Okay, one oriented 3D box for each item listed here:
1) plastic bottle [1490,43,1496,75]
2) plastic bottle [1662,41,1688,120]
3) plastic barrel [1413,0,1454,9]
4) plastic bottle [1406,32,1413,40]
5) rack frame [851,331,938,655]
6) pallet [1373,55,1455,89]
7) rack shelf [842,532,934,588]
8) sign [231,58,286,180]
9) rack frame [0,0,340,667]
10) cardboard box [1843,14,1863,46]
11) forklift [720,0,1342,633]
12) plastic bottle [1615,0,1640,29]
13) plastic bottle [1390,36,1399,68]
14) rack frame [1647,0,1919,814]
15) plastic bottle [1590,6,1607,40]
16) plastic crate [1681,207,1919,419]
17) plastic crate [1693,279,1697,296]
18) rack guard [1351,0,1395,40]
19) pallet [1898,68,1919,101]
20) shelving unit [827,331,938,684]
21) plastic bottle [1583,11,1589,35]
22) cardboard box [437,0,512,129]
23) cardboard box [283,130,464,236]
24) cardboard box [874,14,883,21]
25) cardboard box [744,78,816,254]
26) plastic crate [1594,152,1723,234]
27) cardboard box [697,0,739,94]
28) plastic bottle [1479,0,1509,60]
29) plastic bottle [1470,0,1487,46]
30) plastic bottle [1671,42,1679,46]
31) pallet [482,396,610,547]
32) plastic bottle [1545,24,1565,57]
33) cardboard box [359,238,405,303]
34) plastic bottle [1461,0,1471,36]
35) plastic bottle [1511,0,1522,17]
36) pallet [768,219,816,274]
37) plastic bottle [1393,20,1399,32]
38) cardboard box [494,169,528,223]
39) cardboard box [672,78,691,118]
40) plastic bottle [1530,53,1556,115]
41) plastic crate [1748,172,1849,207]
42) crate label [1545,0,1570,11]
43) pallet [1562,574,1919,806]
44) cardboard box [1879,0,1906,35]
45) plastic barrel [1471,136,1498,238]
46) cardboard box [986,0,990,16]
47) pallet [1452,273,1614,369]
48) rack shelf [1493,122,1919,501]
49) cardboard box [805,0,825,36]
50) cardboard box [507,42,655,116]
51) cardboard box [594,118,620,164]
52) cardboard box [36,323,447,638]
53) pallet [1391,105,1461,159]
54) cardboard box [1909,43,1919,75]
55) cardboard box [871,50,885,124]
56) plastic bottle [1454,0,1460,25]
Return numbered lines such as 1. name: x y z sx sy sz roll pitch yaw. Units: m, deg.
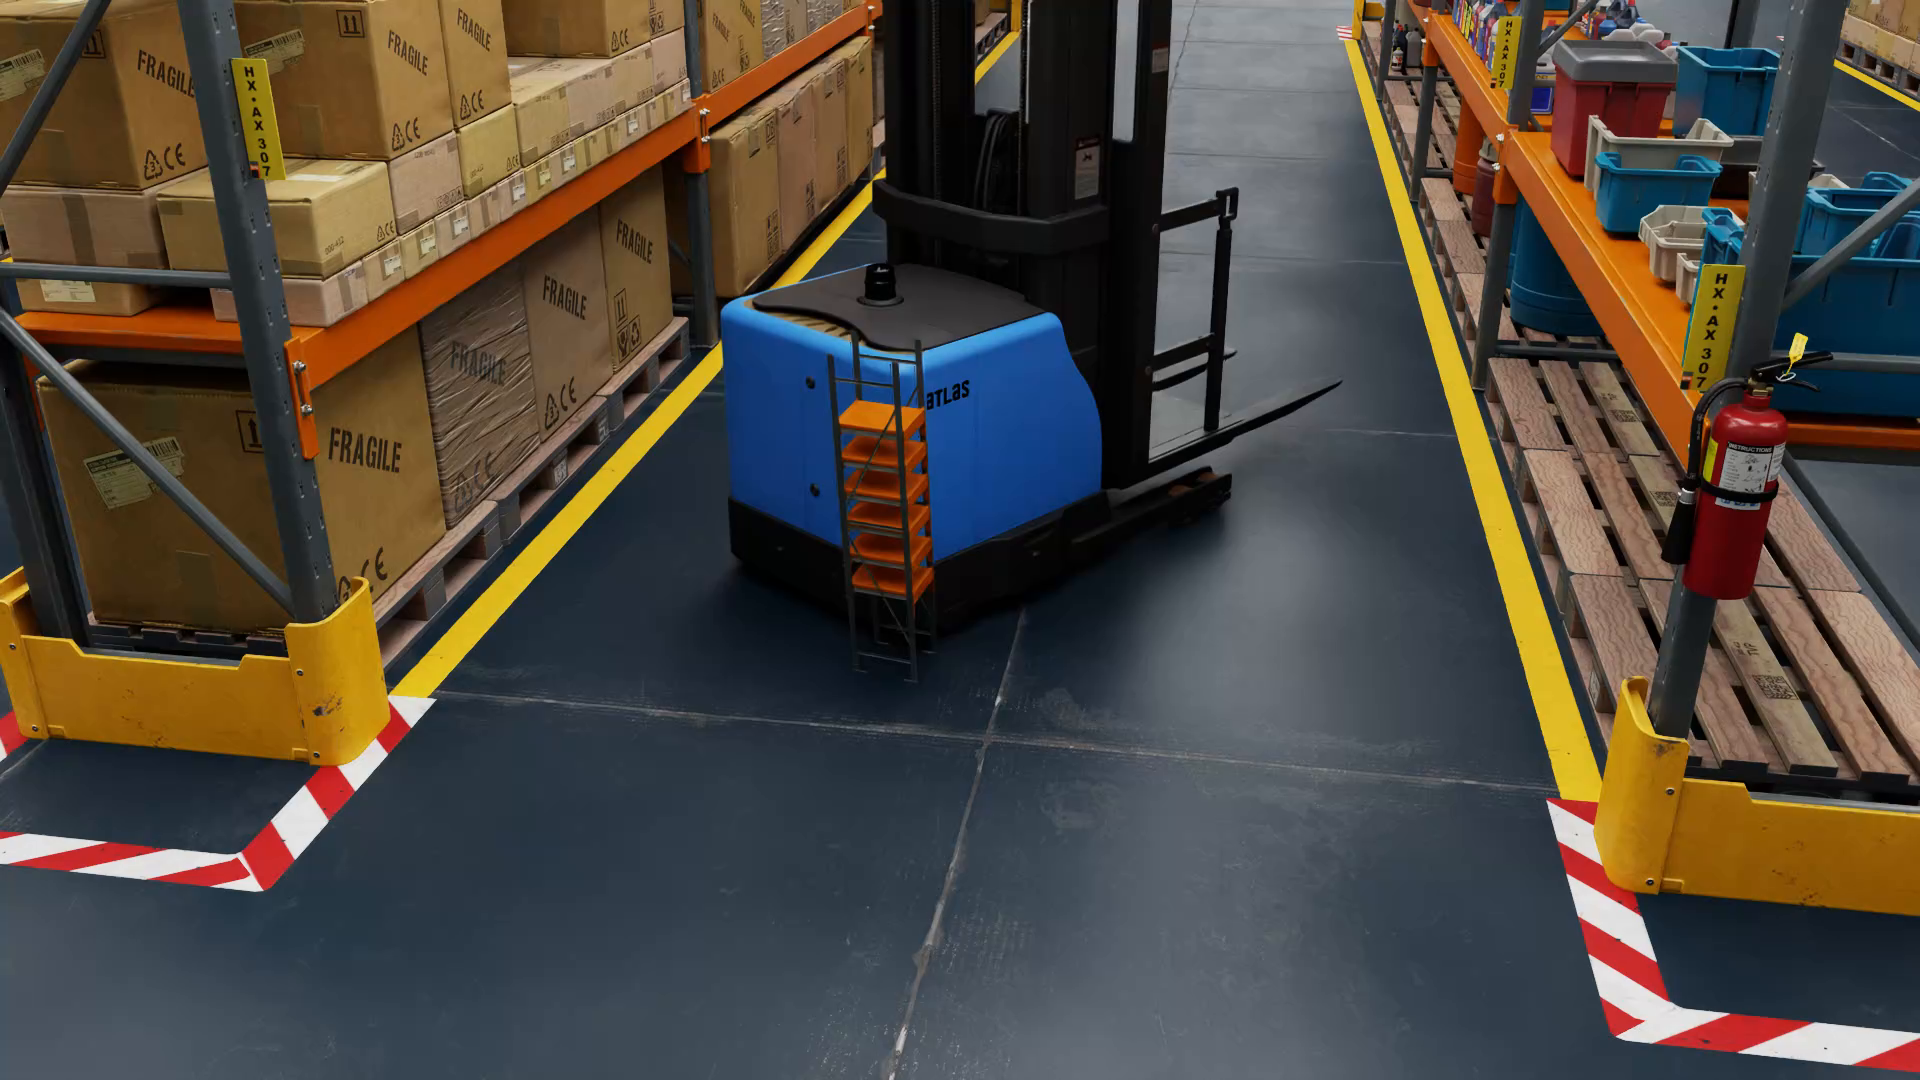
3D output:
1. plastic bottle: 2.974 -2.661 9.131 0.097 0.201 0.097 0 25 0
2. plastic bottle: 3.457 -2.213 7.997 0.144 0.351 0.185 4 25 9
3. plastic barrel: 3.504 -4.043 11.689 0.600 0.536 0.708 4 25 9
4. plastic bottle: 4.383 -4.775 16.107 0.152 0.276 0.135 4 25 9
5. rack frame: -0.213 -0.132 5.578 0.240 1.200 0.006 9 32 19
6. pallet: 4.531 -4.455 16.018 1.003 0.211 1.213 4 25 9
7. rack shelf: -0.240 0.054 5.589 0.258 0.103 0.180 9 32 19
8. sign: -1.921 -1.151 4.556 0.100 0.325 0.005 4 25 9
9. rack frame: -2.467 -0.764 4.843 1.000 3.000 0.127 4 25 9
10. cardboard box: 9.535 -5.294 17.270 0.500 0.250 0.500 4 25 9
11. forklift: 0.501 -1.526 6.552 1.130 2.935 3.031 23 33 40
12. plastic bottle: 3.775 -2.871 9.403 0.144 0.351 0.185 4 25 9
13. plastic bottle: 4.133 -4.633 15.794 0.061 0.283 0.133 5 26 11
14. rack frame: 2.419 -0.421 4.110 1.000 3.000 0.127 4 25 9
15. plastic bottle: 3.722 -2.970 9.694 0.061 0.283 0.133 4 25 9
16. plastic crate: 2.290 -0.617 4.417 0.616 0.435 0.499 4 25 9
17. plastic crate: 2.374 -0.682 4.909 0.396 0.136 0.243 4 25 9
18. rack guard: 5.068 -5.945 18.862 1.175 0.500 0.348 4 25 9
19. pallet: 9.438 -4.162 15.391 1.003 0.211 1.213 4 25 9
20. shelving unit: -0.246 -0.088 5.505 0.258 1.200 0.189 9 32 19
21. plastic bottle: 3.991 -3.294 10.482 0.097 0.201 0.097 0 25 0
22. cardboard box: -1.962 -1.778 5.953 0.500 0.500 0.500 3 25 7
23. cardboard box: -2.044 -1.230 5.667 0.500 0.250 0.500 4 25 8
24. cardboard box: -0.628 -4.594 15.457 0.700 0.500 0.500 2 25 4
25. cardboard box: -1.583 -2.307 10.152 1.225 0.875 0.875 3 25 7
26. plastic crate: 2.502 -1.249 6.006 0.416 0.233 0.300 4 25 9
27. cardboard box: -1.492 -2.657 8.770 0.500 0.500 0.500 4 25 9
28. plastic bottle: 3.080 -2.939 9.549 0.144 0.351 0.185 4 25 9
29. plastic bottle: 3.140 -3.117 10.022 0.097 0.271 0.097 0 25 0
30. plastic bottle: 3.630 -2.402 8.495 0.097 0.271 0.097 0 25 0
31. pallet: -2.212 -0.349 7.248 1.003 0.211 1.213 4 25 9
32. plastic bottle: 3.042 -2.468 8.543 0.144 0.351 0.185 4 25 9
33. cardboard box: -2.043 -0.883 5.394 0.380 0.149 0.250 4 25 8
34. plastic bottle: 3.194 -3.309 10.418 0.061 0.283 0.133 4 25 9
35. plastic bottle: 3.252 -2.985 9.647 0.144 0.351 0.185 4 25 9
36. pallet: -1.565 -2.013 10.803 1.003 0.211 1.213 4 25 9
37. plastic bottle: 4.285 -4.944 16.379 0.144 0.351 0.185 4 25 8
38. cardboard box: -1.876 -1.314 6.314 0.380 0.149 0.250 4 25 8
39. cardboard box: -1.540 -2.173 8.150 0.380 0.149 0.250 4 25 9
40. plastic bottle: 2.818 -2.225 8.111 0.152 0.276 0.135 4 25 9
41. plastic crate: 3.085 -1.252 6.127 0.293 0.136 0.466 4 25 9
42. crate label: 4.165 -3.841 11.615 0.303 0.233 0.416 4 25 9
43. pallet: 2.592 0.500 5.433 1.003 0.211 1.213 4 25 9
44. cardboard box: 9.365 -5.216 16.219 0.500 0.500 0.500 4 25 9
45. plastic barrel: 3.479 -2.186 10.232 0.600 0.588 0.708 4 25 9
46. cardboard box: 0.029 -6.254 19.025 0.500 0.500 0.500 9 27 18
47. pallet: 3.240 -1.150 8.959 1.003 0.211 1.213 4 25 9
48. rack shelf: 2.746 -0.931 6.050 1.077 0.370 4.000 4 25 9
49. cardboard box: -1.165 -3.506 10.584 0.500 0.500 0.500 3 25 7
50. cardboard box: -1.709 -2.084 7.490 0.500 0.250 0.500 5 26 10
51. cardboard box: -1.708 -1.742 7.230 0.380 0.149 0.250 4 25 10
52. cardboard box: -2.442 -0.265 5.789 0.875 0.875 0.875 4 25 9
53. pallet: 4.093 -3.334 13.623 1.003 0.211 1.213 4 25 9
54. cardboard box: 9.218 -4.457 15.482 0.500 0.250 0.500 4 25 9
55. cardboard box: -0.992 -3.691 13.527 0.700 0.500 0.500 2 25 4
56. plastic bottle: 3.291 -3.503 10.847 0.097 0.271 0.097 0 25 0
